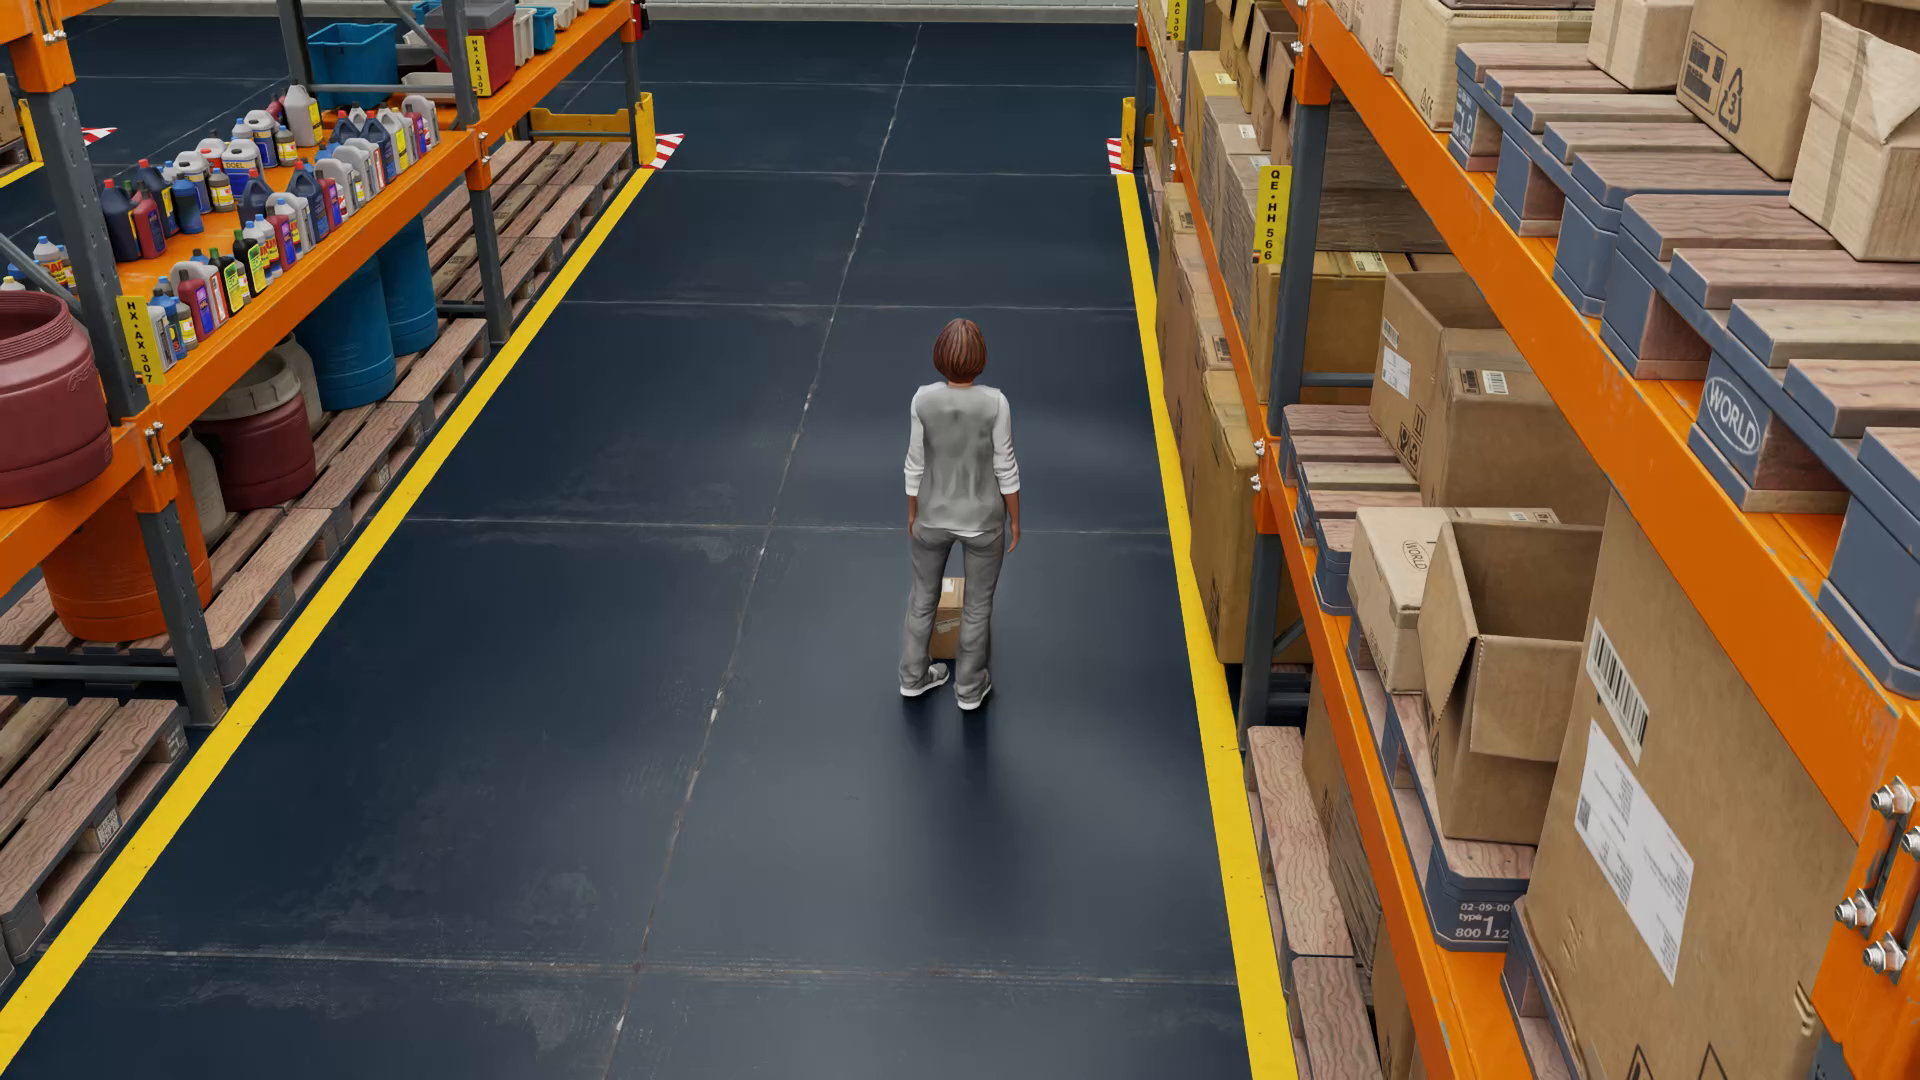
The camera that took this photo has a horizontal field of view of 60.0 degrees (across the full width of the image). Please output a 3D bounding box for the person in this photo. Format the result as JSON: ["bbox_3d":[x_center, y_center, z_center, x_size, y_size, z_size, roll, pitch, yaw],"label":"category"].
[{"bbox_3d":[-0.005,-0.078,6.266,0.469,1.607,0.338,5,29,9],"label":"person"}]
